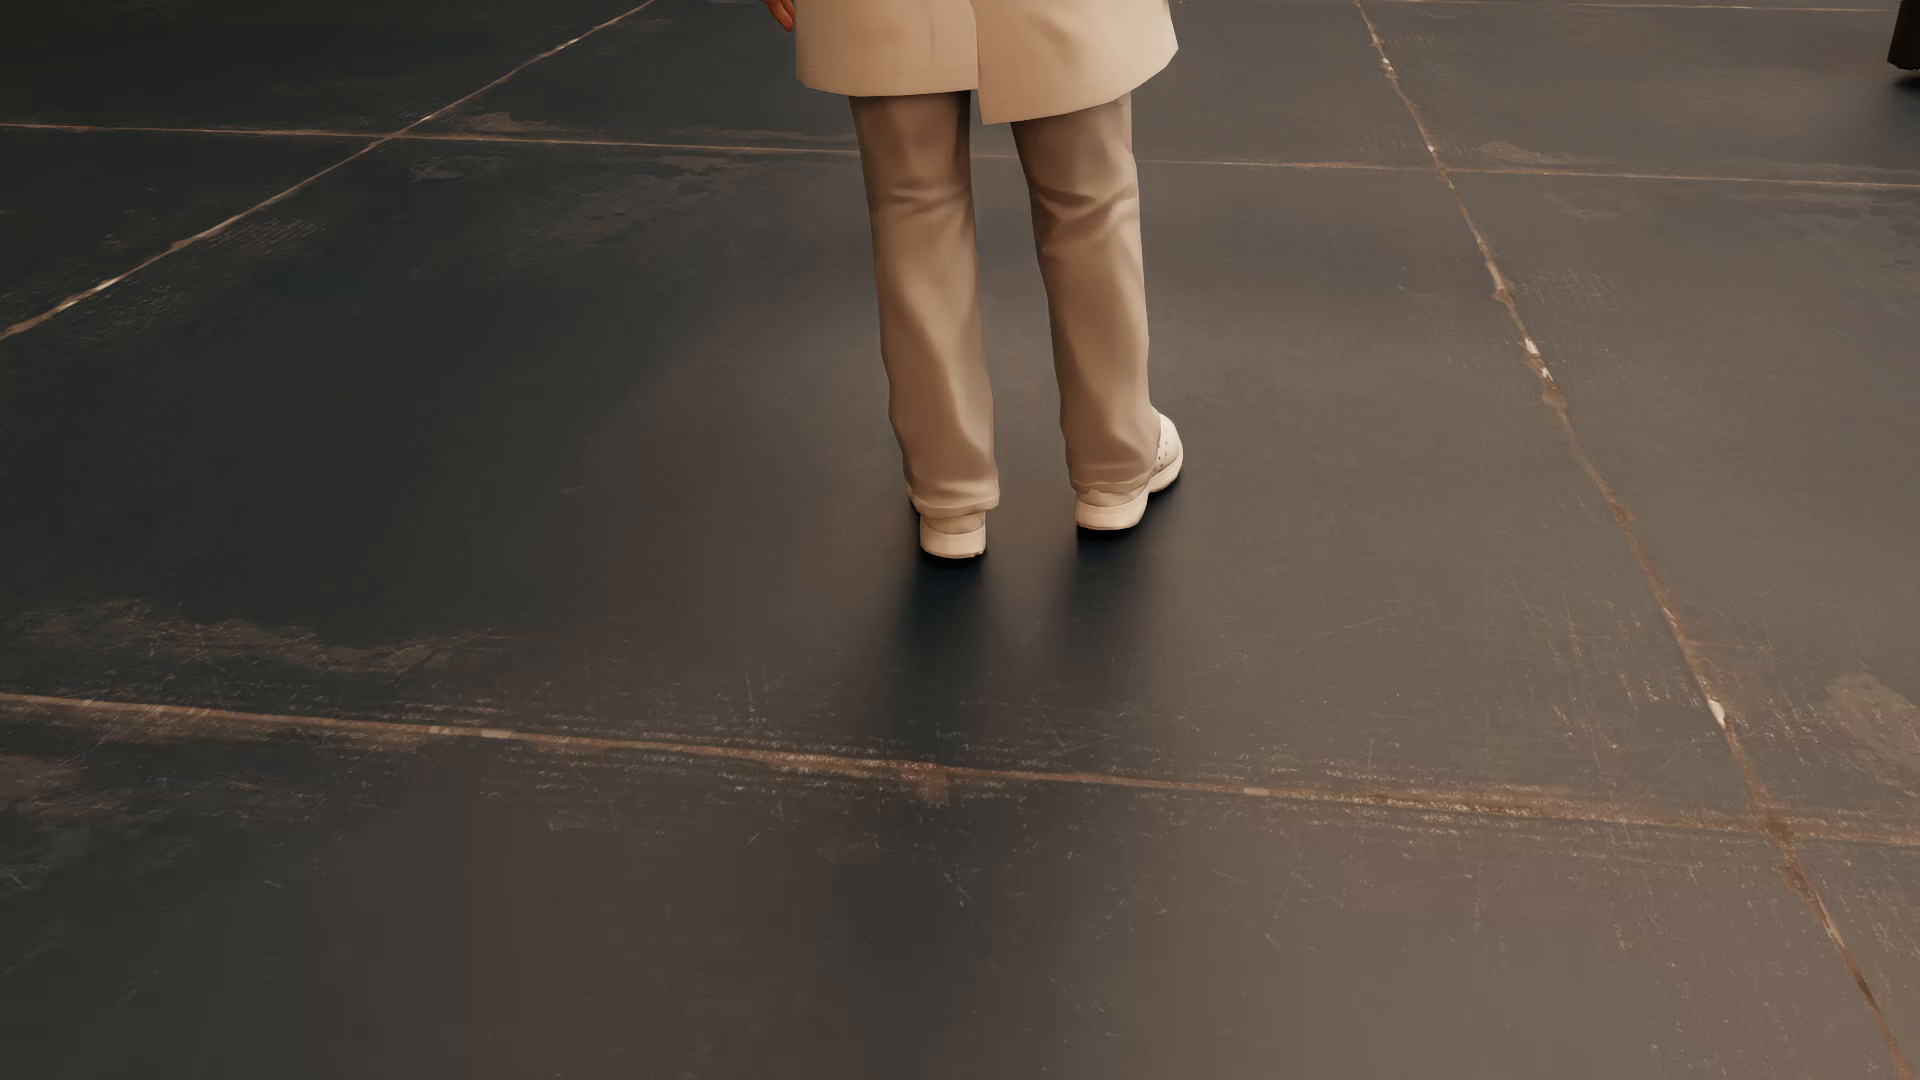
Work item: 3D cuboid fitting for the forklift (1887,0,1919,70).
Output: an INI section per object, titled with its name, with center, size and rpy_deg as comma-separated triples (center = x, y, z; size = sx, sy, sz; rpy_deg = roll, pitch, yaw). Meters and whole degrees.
[forklift]
center = 4.507, -3.100, 5.431
size = 3.031, 2.935, 1.130
rpy_deg = -22, 34, -37

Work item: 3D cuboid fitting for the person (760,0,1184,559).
[person]
center = 0.017, -0.841, 2.180
size = 0.696, 1.775, 0.581
rpy_deg = 3, 27, 7
